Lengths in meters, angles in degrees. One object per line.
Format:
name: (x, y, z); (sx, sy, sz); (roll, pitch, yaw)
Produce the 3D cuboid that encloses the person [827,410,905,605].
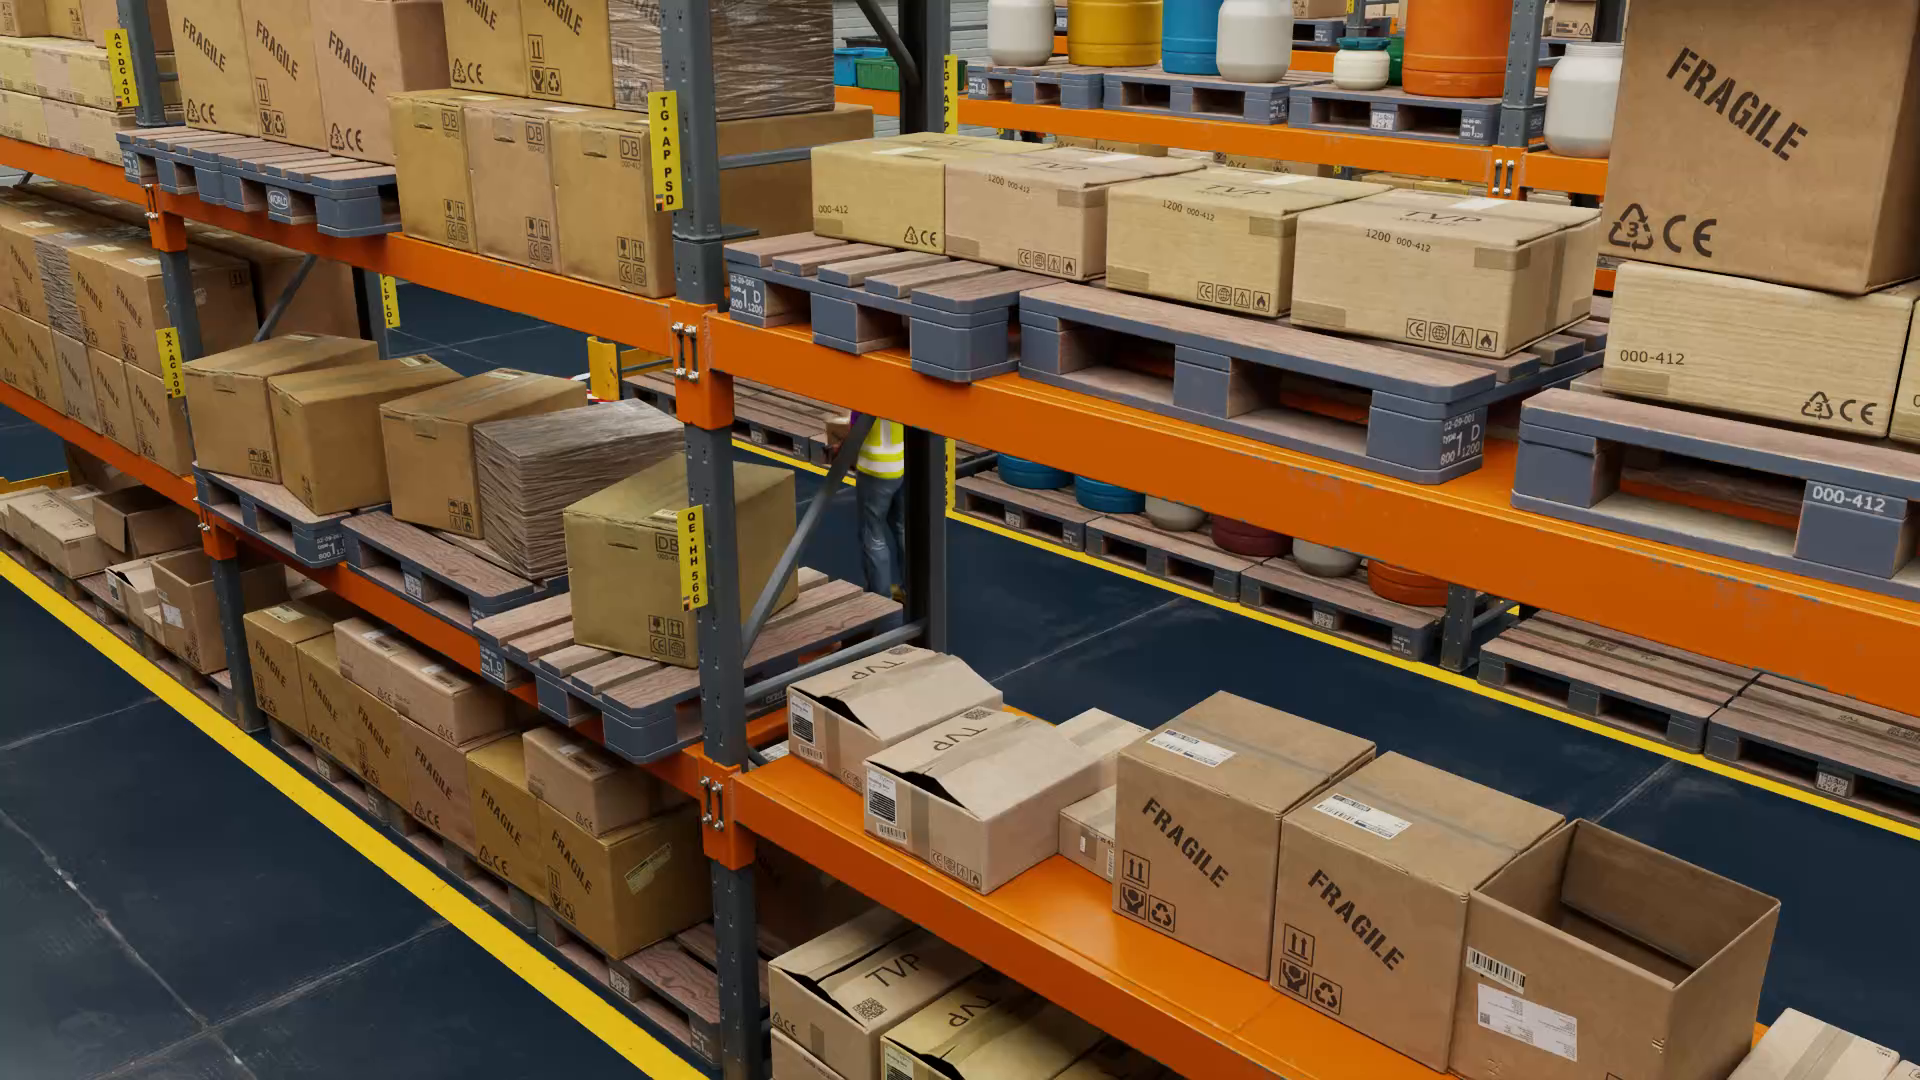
person: (-0.479, -0.438, 9.716); (0.558, 1.769, 0.535); (19, 27, 41)
